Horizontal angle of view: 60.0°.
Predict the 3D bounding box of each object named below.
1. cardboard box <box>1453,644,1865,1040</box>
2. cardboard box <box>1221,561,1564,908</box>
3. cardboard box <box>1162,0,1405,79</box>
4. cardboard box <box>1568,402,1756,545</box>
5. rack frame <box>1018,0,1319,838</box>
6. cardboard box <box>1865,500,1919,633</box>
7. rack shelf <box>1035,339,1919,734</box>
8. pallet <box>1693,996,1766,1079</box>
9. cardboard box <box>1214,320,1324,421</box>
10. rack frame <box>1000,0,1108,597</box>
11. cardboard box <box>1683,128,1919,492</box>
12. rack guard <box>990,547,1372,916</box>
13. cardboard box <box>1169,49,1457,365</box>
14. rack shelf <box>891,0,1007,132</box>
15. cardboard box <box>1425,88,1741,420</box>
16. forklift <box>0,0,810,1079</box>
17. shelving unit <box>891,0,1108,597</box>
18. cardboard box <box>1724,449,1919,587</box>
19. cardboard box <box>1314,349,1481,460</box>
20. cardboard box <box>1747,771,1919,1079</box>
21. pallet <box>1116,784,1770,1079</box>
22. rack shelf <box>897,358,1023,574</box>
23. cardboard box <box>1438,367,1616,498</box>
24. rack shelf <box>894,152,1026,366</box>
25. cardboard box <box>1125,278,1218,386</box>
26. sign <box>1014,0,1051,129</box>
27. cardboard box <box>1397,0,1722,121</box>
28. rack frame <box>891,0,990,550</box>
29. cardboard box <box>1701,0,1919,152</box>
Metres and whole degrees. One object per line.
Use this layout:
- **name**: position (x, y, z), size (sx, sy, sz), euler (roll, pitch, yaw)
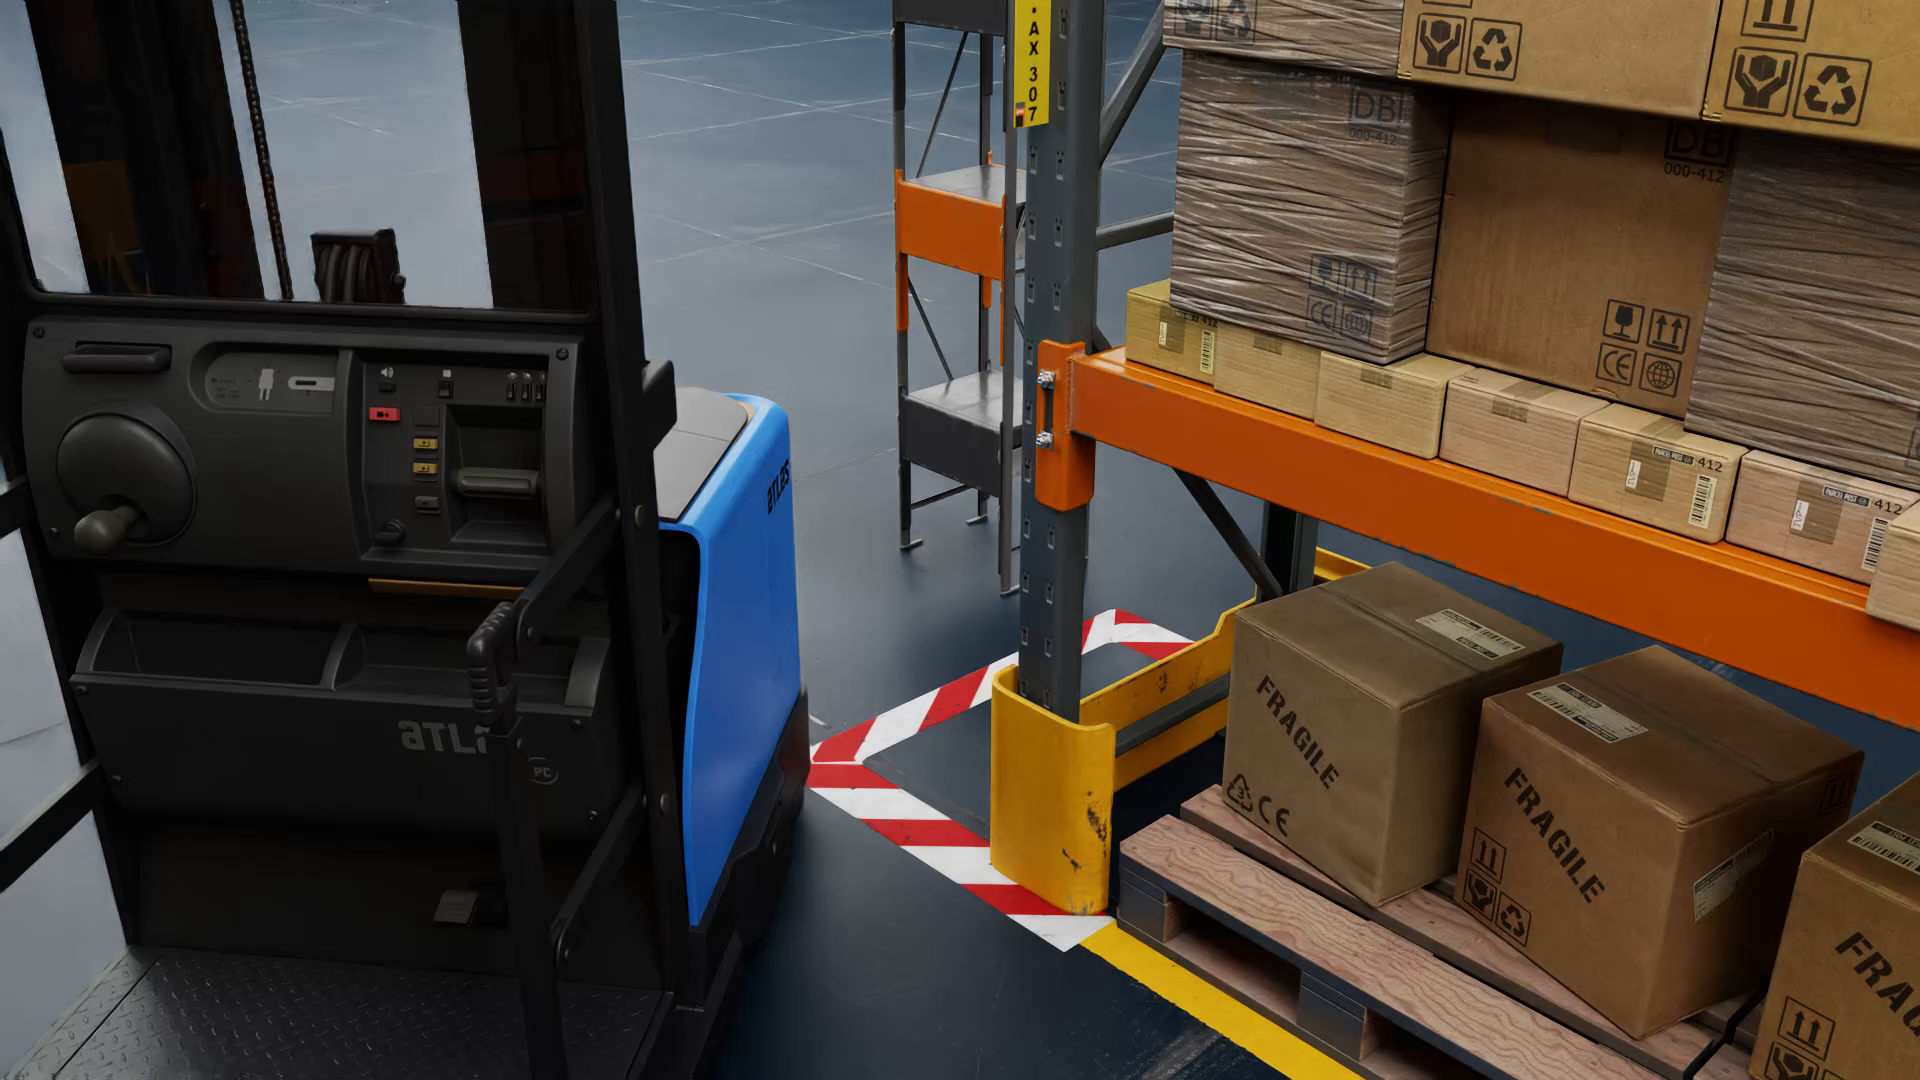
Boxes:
- **cardboard box**: position (1.387, 0.587, 3.355), size (0.500, 0.500, 0.500), euler (-12, 27, -25)
- **cardboard box**: position (0.953, 0.415, 3.731), size (0.500, 0.500, 0.500), euler (-15, 28, -29)
- **cardboard box**: position (0.715, -1.117, 2.900), size (0.500, 0.500, 0.500), euler (-21, 32, -38)
- **cardboard box**: position (1.228, -0.148, 2.762), size (0.380, 0.149, 0.250), euler (-21, 32, -38)
- **rack frame**: position (0.538, -0.725, 3.725), size (1.000, 3.000, 0.127), euler (-21, 32, -38)
- **cardboard box**: position (1.514, 0.026, 2.383), size (0.380, 0.149, 0.250), euler (-21, 32, -38)
- **rack shelf**: position (1.905, 0.208, 2.546), size (1.077, 0.370, 4.000), euler (-21, 32, -38)
- **pallet**: position (1.950, 1.193, 2.881), size (1.003, 0.211, 1.213), euler (-21, 32, -38)
- **cardboard box**: position (0.716, -0.375, 3.261), size (0.380, 0.149, 0.250), euler (-21, 32, -38)
- **rack frame**: position (0.280, -0.831, 5.042), size (0.400, 2.100, 0.015), euler (-21, 32, -38)
- **cardboard box**: position (1.634, -0.450, 2.643), size (0.875, 0.500, 0.500), euler (-21, 32, -38)
- **rack guard**: position (0.590, 0.436, 4.193), size (1.175, 0.500, 0.348), euler (-21, 32, -38)
- **cardboard box**: position (0.894, -0.731, 3.260), size (0.875, 0.500, 0.500), euler (-21, 32, -38)
- **rack shelf**: position (0.113, -1.530, 4.919), size (0.431, 0.518, 0.480), euler (-21, 32, -38)
- **cardboard box**: position (1.324, -0.614, 3.002), size (0.875, 0.500, 0.500), euler (-21, 32, -38)
- **forklift**: position (-1.087, -0.120, 2.482), size (1.130, 2.935, 3.031), euler (3, 25, 7)
- **shelving unit**: position (0.113, -0.905, 5.204), size (0.431, 2.100, 0.503), euler (-21, 32, -38)
- **cardboard box**: position (1.418, -0.080, 2.613), size (0.380, 0.149, 0.250), euler (-21, 32, -38)
- **cardboard box**: position (0.876, -0.295, 3.086), size (0.380, 0.149, 0.250), euler (-21, 32, -38)
- **cardboard box**: position (1.801, 0.782, 2.928), size (0.500, 0.500, 0.500), euler (-18, 30, -34)
- **pallet**: position (1.120, 0.823, 3.691), size (1.003, 0.211, 1.213), euler (-21, 32, -38)
- **rack shelf**: position (0.113, -0.256, 5.500), size (0.431, 0.518, 0.480), euler (-21, 32, -38)
- **cardboard box**: position (1.062, -0.225, 2.933), size (0.380, 0.149, 0.250), euler (-21, 32, -38)
- **rack shelf**: position (0.113, -0.893, 5.210), size (0.431, 0.518, 0.480), euler (-21, 32, -38)
- **cardboard box**: position (0.559, -0.456, 3.439), size (0.380, 0.149, 0.250), euler (-21, 32, -38)
- **sign**: position (0.143, -0.965, 3.207), size (0.100, 0.325, 0.005), euler (-21, 32, -38)
- **cardboard box**: position (1.052, -0.963, 2.563), size (0.500, 0.500, 0.500), euler (-21, 32, -38)
- **rack frame**: position (-0.054, -0.979, 5.366), size (0.400, 2.100, 0.015), euler (-21, 32, -38)
- **cardboard box**: position (1.395, -0.812, 2.232), size (0.500, 0.500, 0.500), euler (-21, 32, -38)
